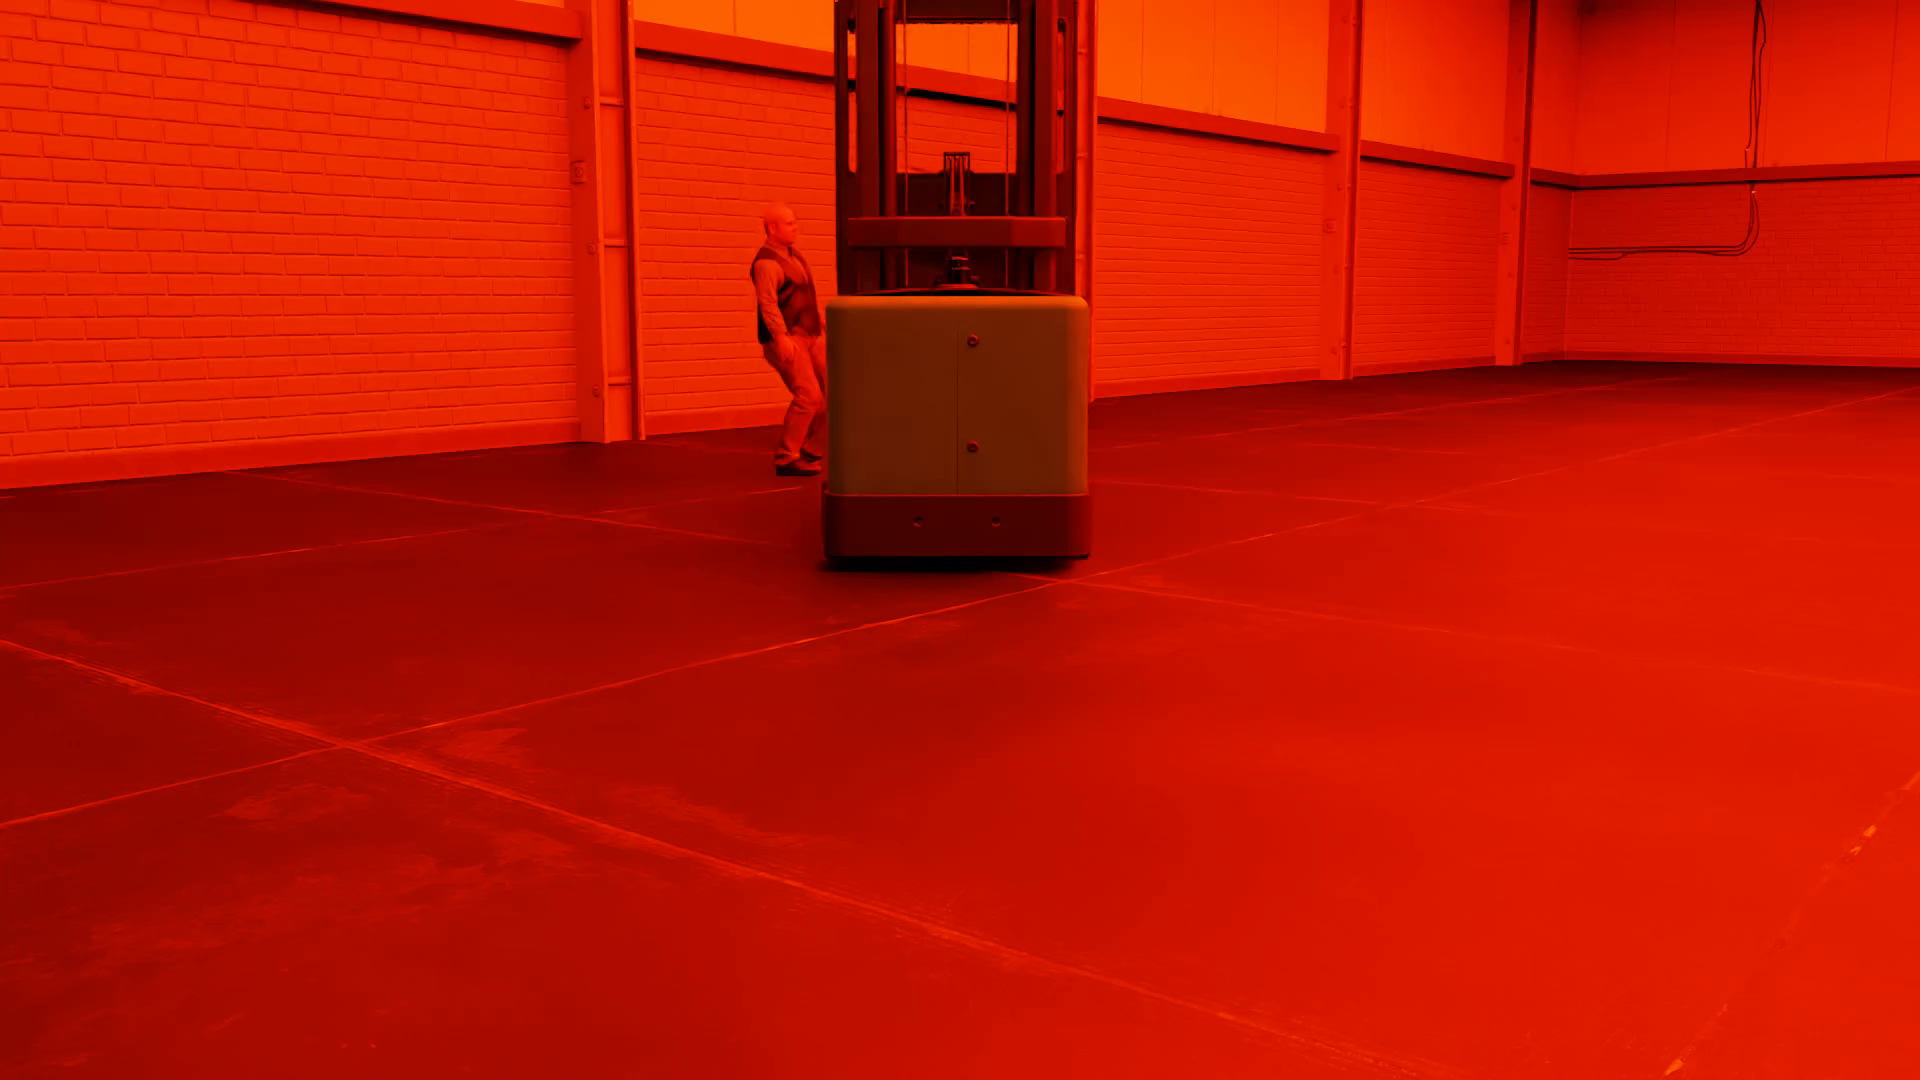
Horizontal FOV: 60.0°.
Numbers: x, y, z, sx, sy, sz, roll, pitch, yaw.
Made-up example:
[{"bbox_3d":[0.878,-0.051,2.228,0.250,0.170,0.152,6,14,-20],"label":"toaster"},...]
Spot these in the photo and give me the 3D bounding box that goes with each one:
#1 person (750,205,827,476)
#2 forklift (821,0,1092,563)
[{"bbox_3d":[-1.006,-1.224,10.186,0.529,1.626,0.805,3,9,18],"label":"person"},{"bbox_3d":[-0.019,-1.534,7.766,1.130,2.935,3.031,0,8,0],"label":"forklift"}]
